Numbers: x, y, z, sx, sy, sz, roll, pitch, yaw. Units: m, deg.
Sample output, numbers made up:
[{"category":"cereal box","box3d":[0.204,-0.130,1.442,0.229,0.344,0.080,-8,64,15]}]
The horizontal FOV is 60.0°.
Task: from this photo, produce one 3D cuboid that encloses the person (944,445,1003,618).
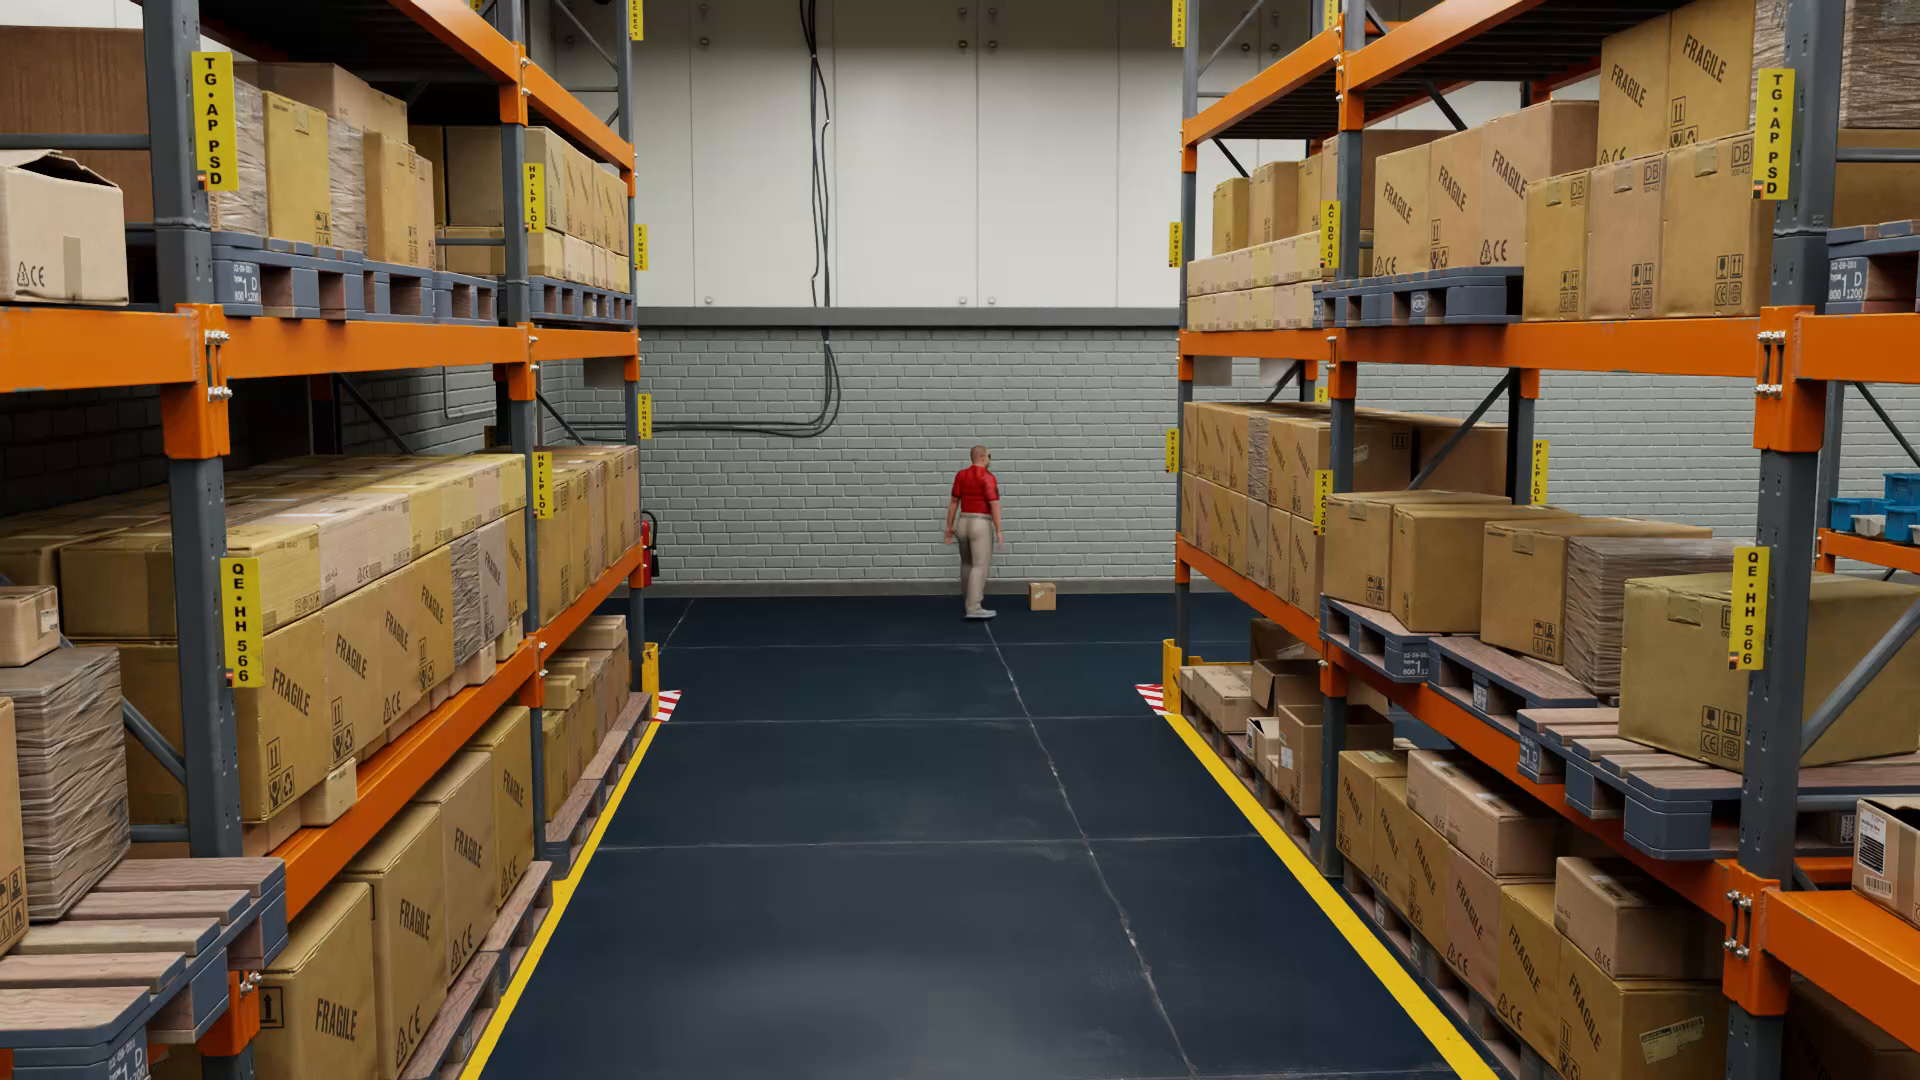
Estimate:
[{"category":"person","box3d":[0.181,-0.114,16.738,0.767,1.688,0.841,6,9,43]}]
